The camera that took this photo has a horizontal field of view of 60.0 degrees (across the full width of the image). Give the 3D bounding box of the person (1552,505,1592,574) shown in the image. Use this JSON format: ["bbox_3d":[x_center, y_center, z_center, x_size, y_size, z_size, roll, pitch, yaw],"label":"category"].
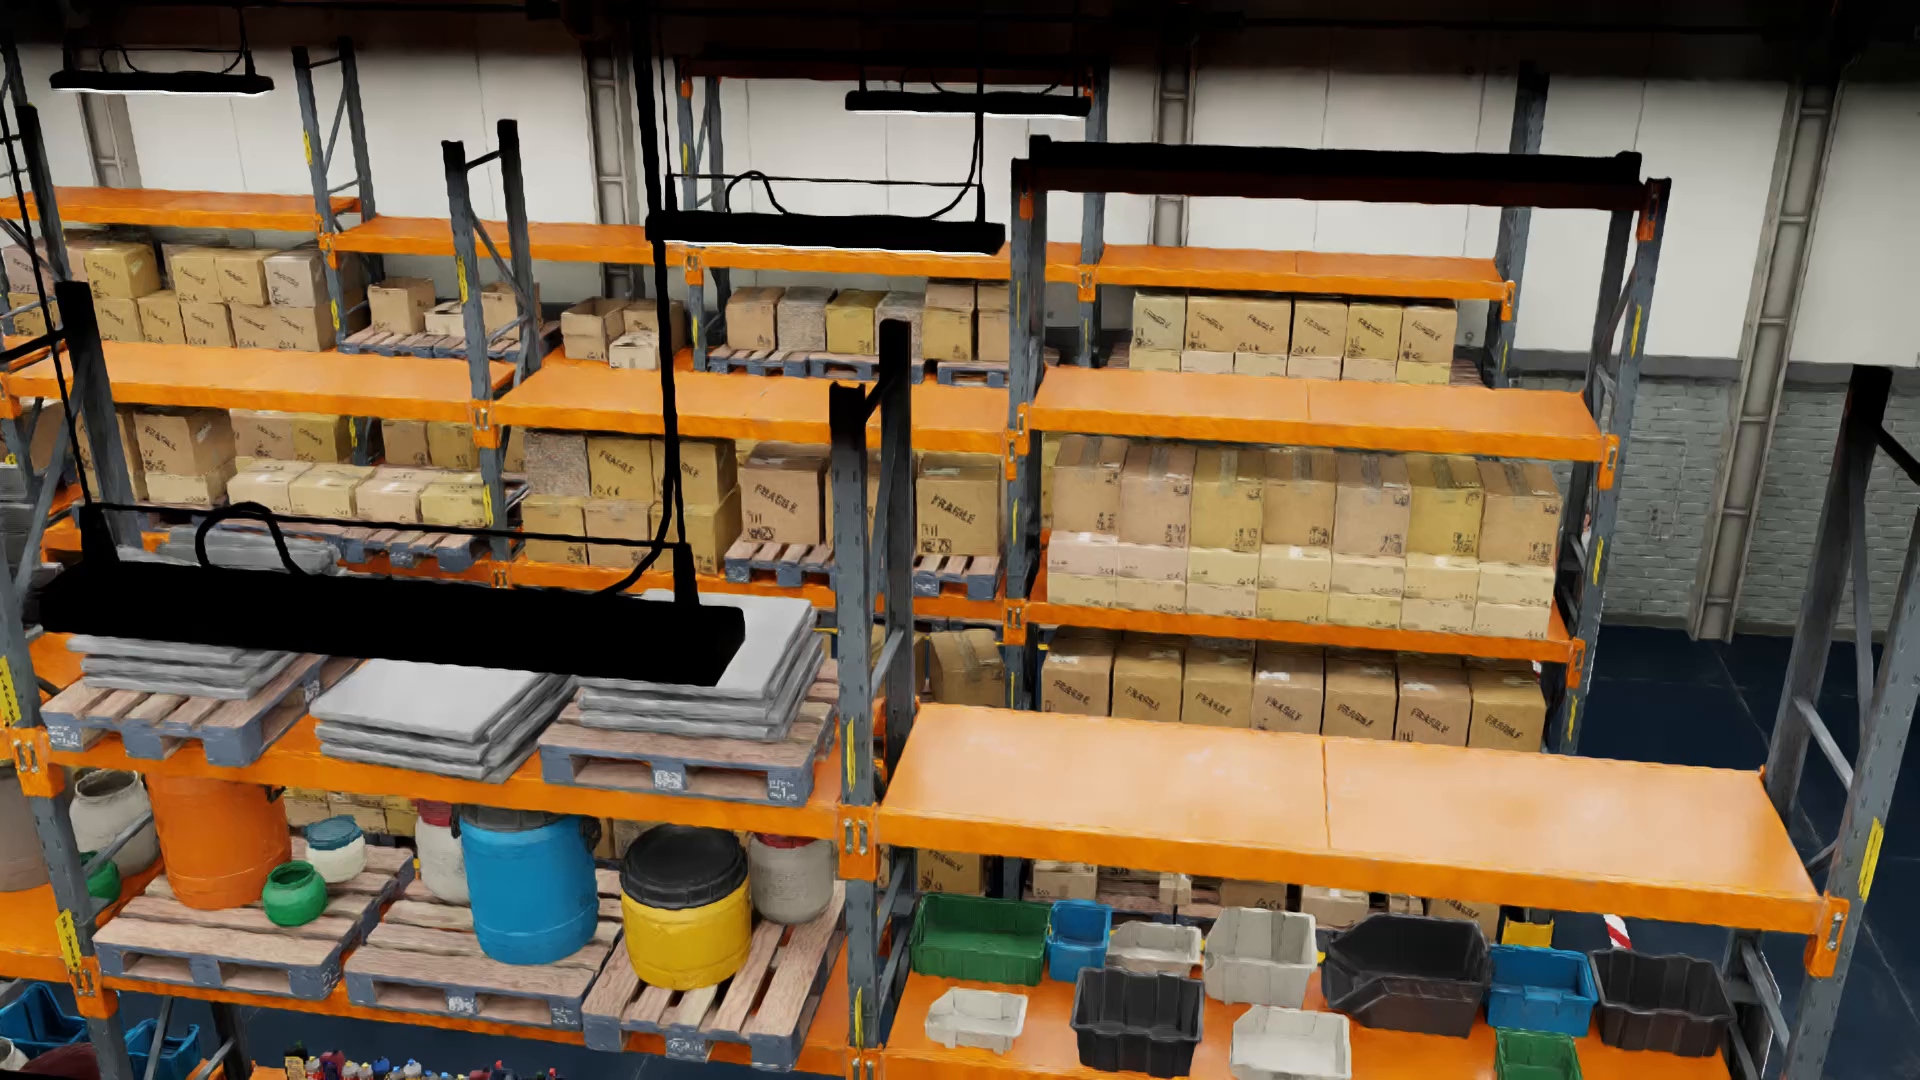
[{"bbox_3d":[6.349,0.394,17.296,0.529,1.677,0.484,-19,30,-38],"label":"person"}]
